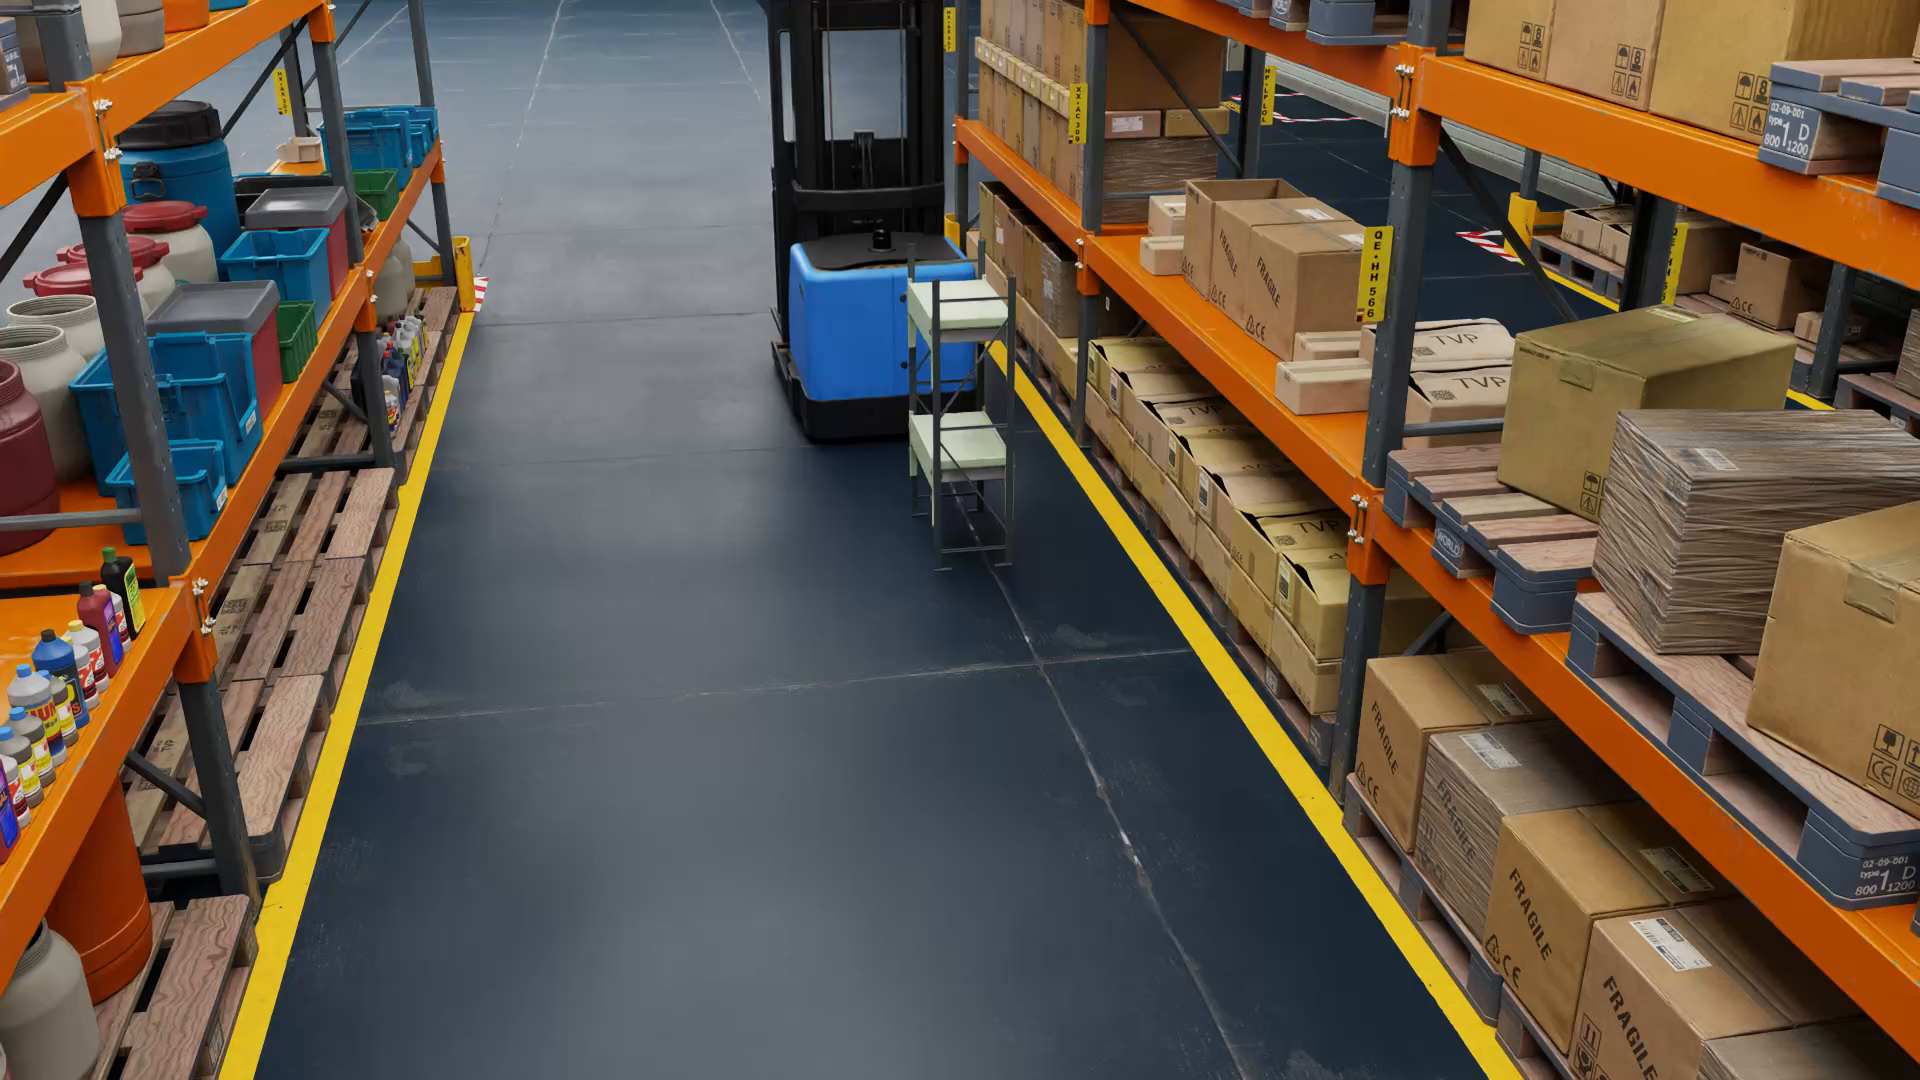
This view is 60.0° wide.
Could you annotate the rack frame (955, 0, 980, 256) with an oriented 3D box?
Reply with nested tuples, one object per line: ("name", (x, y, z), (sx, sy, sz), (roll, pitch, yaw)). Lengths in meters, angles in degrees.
("rack frame", (0.461, -3.552, 13.136), (1.000, 3.000, 0.127), (-4, 24, -10))

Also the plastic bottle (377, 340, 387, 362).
("plastic bottle", (-3.663, -1.136, 10.457), (0.152, 0.276, 0.135), (-4, 24, -10))

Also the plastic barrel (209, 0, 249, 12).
("plastic barrel", (-3.118, -2.520, 6.397), (0.600, 0.901, 0.708), (-4, 24, -10))

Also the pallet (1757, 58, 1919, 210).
("pallet", (2.434, -0.790, 3.298), (1.213, 0.211, 1.003), (-4, 24, -10))

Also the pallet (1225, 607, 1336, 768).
("pallet", (1.827, 0.546, 7.237), (1.003, 0.211, 1.213), (-4, 24, -10))

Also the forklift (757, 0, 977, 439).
("forklift", (-0.694, -2.510, 10.836), (1.130, 2.935, 3.031), (-5, 24, -11))

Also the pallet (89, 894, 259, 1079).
("pallet", (-2.741, 1.545, 4.950), (1.003, 0.211, 1.213), (-4, 24, -10))

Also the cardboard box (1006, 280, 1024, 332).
("cardboard box", (0.618, -1.667, 11.730), (0.500, 0.250, 0.500), (-4, 24, -10))

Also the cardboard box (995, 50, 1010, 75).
("cardboard box", (0.463, -3.424, 11.906), (0.380, 0.149, 0.250), (-5, 24, -11))

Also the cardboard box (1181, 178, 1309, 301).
("cardboard box", (1.425, -1.514, 8.344), (0.500, 0.500, 0.500), (-3, 24, -6))

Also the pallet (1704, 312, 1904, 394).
("pallet", (5.910, -1.331, 11.533), (1.003, 0.211, 1.213), (-4, 24, -10))

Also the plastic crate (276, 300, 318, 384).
("plastic crate", (-3.068, -0.852, 7.219), (0.450, 0.188, 0.662), (-4, 24, -10))

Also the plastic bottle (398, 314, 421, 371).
("plastic bottle", (-3.557, -1.264, 10.657), (0.144, 0.351, 0.185), (-3, 24, -8))

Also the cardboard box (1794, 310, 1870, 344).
("cardboard box", (5.940, -1.458, 11.332), (0.380, 0.166, 0.250), (-8, 25, -17))

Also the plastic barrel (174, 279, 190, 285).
("plastic barrel", (-3.574, -1.018, 7.507), (0.301, 0.262, 0.301), (0, 24, 0))

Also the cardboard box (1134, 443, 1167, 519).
("cardboard box", (1.224, -0.330, 8.667), (0.500, 0.250, 0.500), (-5, 24, -11))

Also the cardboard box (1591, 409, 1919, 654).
("cardboard box", (2.149, -0.031, 4.422), (0.700, 0.500, 0.500), (0, 24, 0))

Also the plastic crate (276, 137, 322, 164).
("plastic crate", (-4.558, -2.690, 11.492), (0.298, 0.136, 0.250), (-4, 24, -10))

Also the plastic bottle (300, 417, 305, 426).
("plastic bottle", (-3.928, -0.844, 9.695), (0.144, 0.351, 0.185), (-4, 24, -10))

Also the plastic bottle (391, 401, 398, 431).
("plastic bottle", (-3.314, -0.731, 9.622), (0.097, 0.201, 0.097), (0, 24, 0))

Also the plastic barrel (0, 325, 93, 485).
("plastic barrel", (-3.328, -0.480, 5.963), (0.421, 0.512, 0.421), (0, 24, 0))

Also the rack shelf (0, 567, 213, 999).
("rack shelf", (-2.558, 1.076, 3.437), (1.077, 0.370, 4.000), (-4, 24, -10))

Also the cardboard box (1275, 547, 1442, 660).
("cardboard box", (1.602, 0.217, 6.715), (0.500, 0.311, 0.500), (-4, 24, -8))

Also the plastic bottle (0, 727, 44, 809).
("plastic bottle", (-2.280, 0.545, 4.002), (0.097, 0.201, 0.097), (0, 24, 0))

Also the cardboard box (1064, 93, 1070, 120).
("cardboard box", (0.846, -2.613, 10.050), (0.380, 0.149, 0.250), (-5, 24, -11))

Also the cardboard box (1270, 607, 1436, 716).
("cardboard box", (1.604, 0.473, 6.829), (0.500, 0.250, 0.500), (-4, 24, -8))

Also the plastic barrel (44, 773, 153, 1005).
("plastic barrel", (-2.821, 0.953, 5.007), (0.600, 0.830, 0.708), (-4, 24, -10))

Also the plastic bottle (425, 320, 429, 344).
("plastic bottle", (-3.637, -1.416, 11.192), (0.097, 0.201, 0.097), (0, 24, 0))

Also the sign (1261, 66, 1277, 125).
("sign", (1.733, -2.517, 9.418), (0.100, 0.325, 0.005), (-4, 24, -10))

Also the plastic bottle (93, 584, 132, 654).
("plastic bottle", (-2.430, 0.225, 4.735), (0.097, 0.201, 0.097), (0, 24, 0))

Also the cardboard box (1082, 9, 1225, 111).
("cardboard box", (1.113, -2.793, 9.652), (0.700, 0.500, 0.500), (-4, 24, -9))

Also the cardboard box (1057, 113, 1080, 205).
("cardboard box", (1.009, -2.406, 10.386), (0.700, 0.500, 0.500), (-5, 24, -10))

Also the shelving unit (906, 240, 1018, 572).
("shelving unit", (-0.001, -0.690, 8.456), (0.431, 1.500, 0.755), (-4, 24, -10))

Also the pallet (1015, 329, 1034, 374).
("pallet", (0.866, -1.498, 11.916), (1.003, 0.211, 1.213), (-4, 24, -10))

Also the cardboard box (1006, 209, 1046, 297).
("cardboard box", (0.617, -2.011, 11.580), (0.500, 0.500, 0.500), (-4, 24, -10))

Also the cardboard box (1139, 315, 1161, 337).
("cardboard box", (1.423, -1.460, 10.320), (0.500, 0.500, 0.500), (-4, 24, -10))

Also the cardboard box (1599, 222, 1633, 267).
("cardboard box", (5.474, -2.387, 13.277), (0.500, 0.311, 0.500), (-2, 24, -5))

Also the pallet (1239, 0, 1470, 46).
("pallet", (1.727, -1.954, 5.964), (1.213, 0.211, 1.003), (-3, 24, -7))

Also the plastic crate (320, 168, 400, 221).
("plastic crate", (-3.641, -2.071, 10.010), (0.450, 0.188, 0.662), (-4, 24, -10))

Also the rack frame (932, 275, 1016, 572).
("rack frame", (0.066, -0.546, 8.126), (0.400, 1.500, 0.023), (-4, 24, -10))

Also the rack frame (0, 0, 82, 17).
("rack frame", (-2.928, -2.790, 3.894), (1.000, 3.000, 0.127), (-4, 24, -10))

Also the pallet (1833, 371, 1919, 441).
("pallet", (6.214, -0.763, 10.233), (1.003, 0.211, 1.213), (-4, 24, -10))

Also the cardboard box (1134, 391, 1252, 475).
("cardboard box", (1.217, -0.586, 8.555), (0.500, 0.311, 0.500), (-5, 24, -11))

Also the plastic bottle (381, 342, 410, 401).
("plastic bottle", (-3.444, -1.024, 10.106), (0.144, 0.351, 0.185), (-5, 24, -12))

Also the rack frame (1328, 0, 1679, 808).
("rack frame", (1.941, -0.405, 5.931), (1.000, 3.000, 0.127), (-4, 24, -10))

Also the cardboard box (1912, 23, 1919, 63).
("cardboard box", (2.410, -1.219, 3.271), (0.600, 0.600, 0.600), (-5, 24, -12))

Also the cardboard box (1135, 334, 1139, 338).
("cardboard box", (1.326, -1.313, 10.920), (0.500, 0.250, 0.500), (-4, 24, -10))

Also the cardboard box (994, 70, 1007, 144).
("cardboard box", (0.637, -3.207, 12.221), (0.700, 0.500, 0.500), (-4, 24, -8))

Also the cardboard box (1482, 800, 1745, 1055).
("cardboard box", (1.934, 1.142, 4.961), (0.500, 0.500, 0.500), (-5, 24, -10))

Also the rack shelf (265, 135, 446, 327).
("rack shelf", (-4.037, -2.071, 10.642), (1.077, 0.370, 4.000), (-4, 24, -10))

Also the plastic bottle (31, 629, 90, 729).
("plastic bottle", (-2.352, 0.360, 4.338), (0.097, 0.271, 0.097), (0, 24, 0))

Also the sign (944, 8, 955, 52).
("sign", (-0.085, -3.946, 12.858), (0.100, 0.325, 0.005), (-4, 24, -10))

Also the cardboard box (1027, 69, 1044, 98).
("cardboard box", (0.655, -3.017, 10.974), (0.380, 0.149, 0.250), (-4, 24, -8))

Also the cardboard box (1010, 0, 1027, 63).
("cardboard box", (0.742, -3.582, 11.459), (0.700, 0.500, 0.500), (-4, 24, -10))

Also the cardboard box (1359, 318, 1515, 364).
("cardboard box", (1.966, -0.731, 6.787), (0.500, 0.311, 0.500), (-5, 24, -10))

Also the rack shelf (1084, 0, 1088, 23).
("rack shelf", (0.831, -3.810, 10.878), (1.077, 0.370, 4.000), (-4, 24, -10))
